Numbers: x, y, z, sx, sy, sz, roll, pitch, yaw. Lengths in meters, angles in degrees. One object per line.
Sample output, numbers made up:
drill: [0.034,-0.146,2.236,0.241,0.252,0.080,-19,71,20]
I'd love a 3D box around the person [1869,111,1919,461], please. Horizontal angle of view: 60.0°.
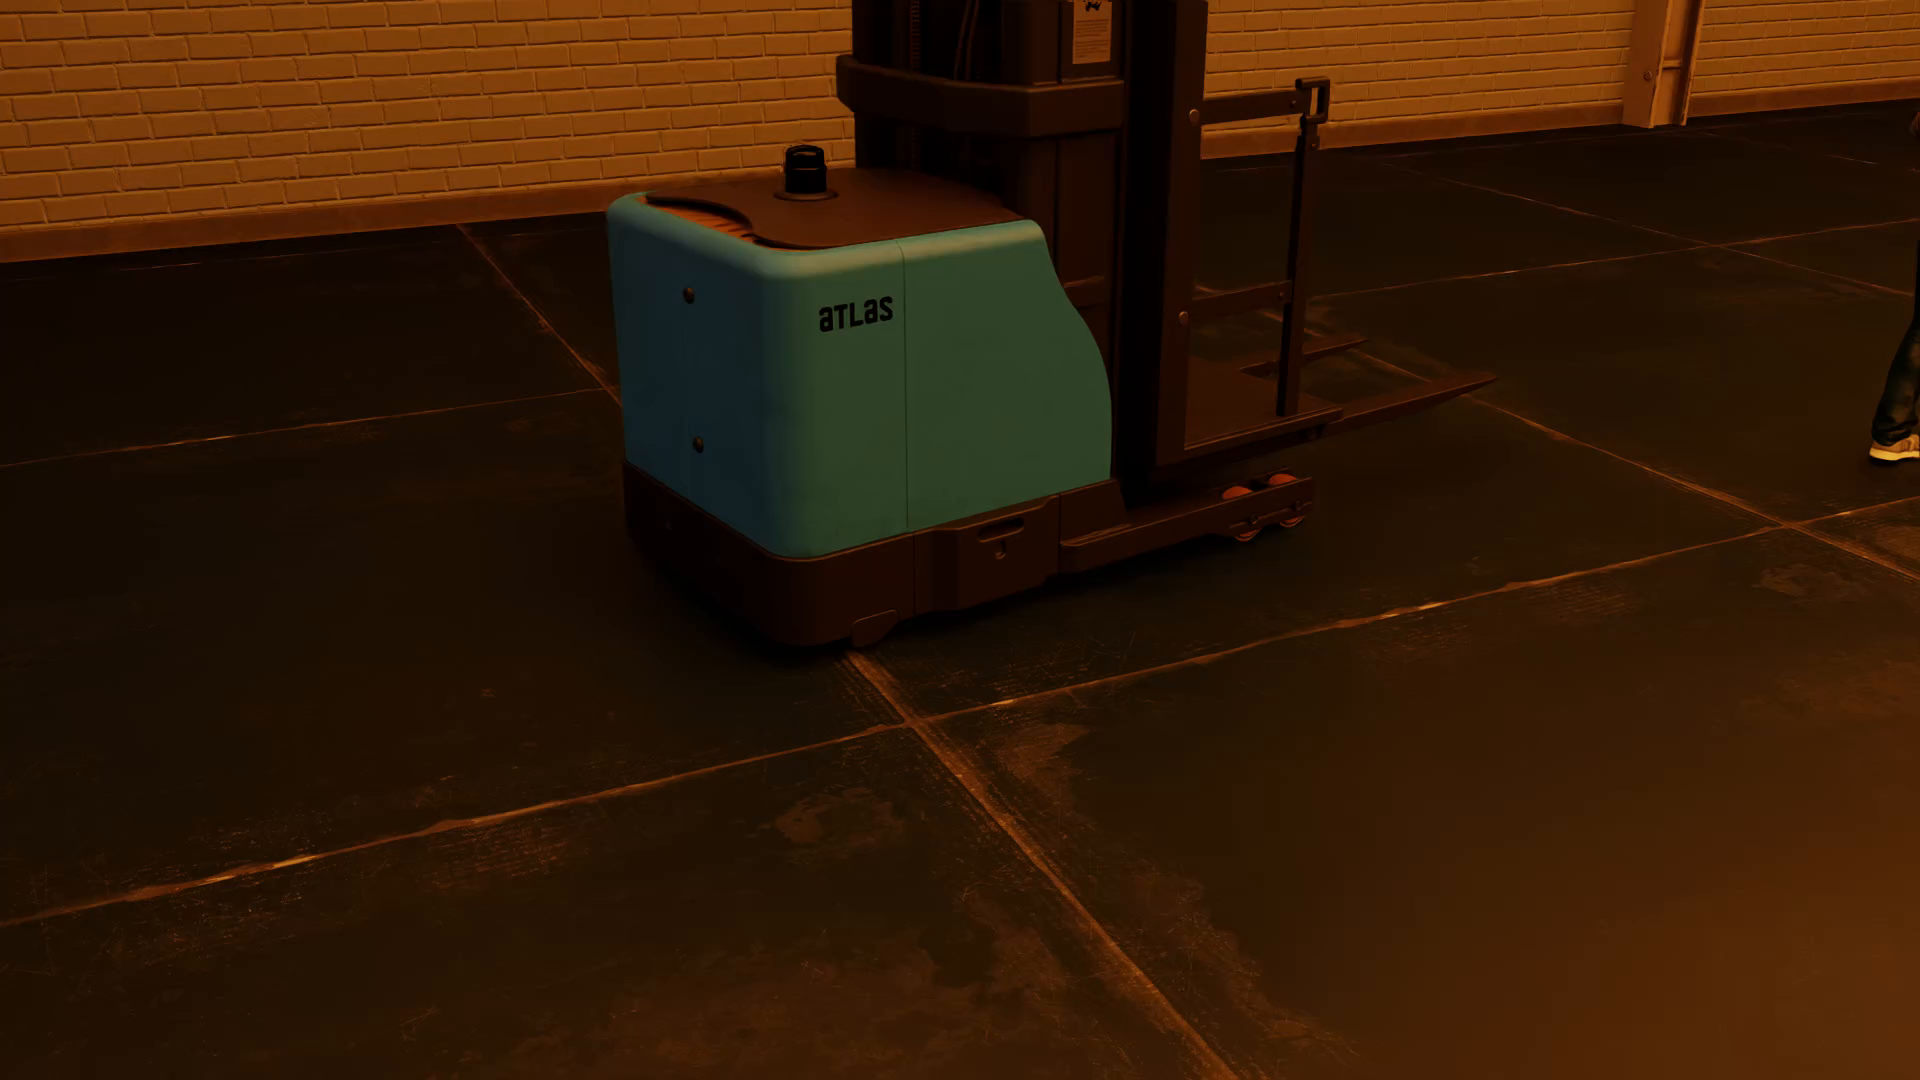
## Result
person: [3.459,-1.004,5.517,0.658,1.579,0.847,-14,26,-31]

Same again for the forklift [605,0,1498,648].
forklift: [0.497,-1.499,4.894,3.031,2.935,1.130,-15,27,-32]
